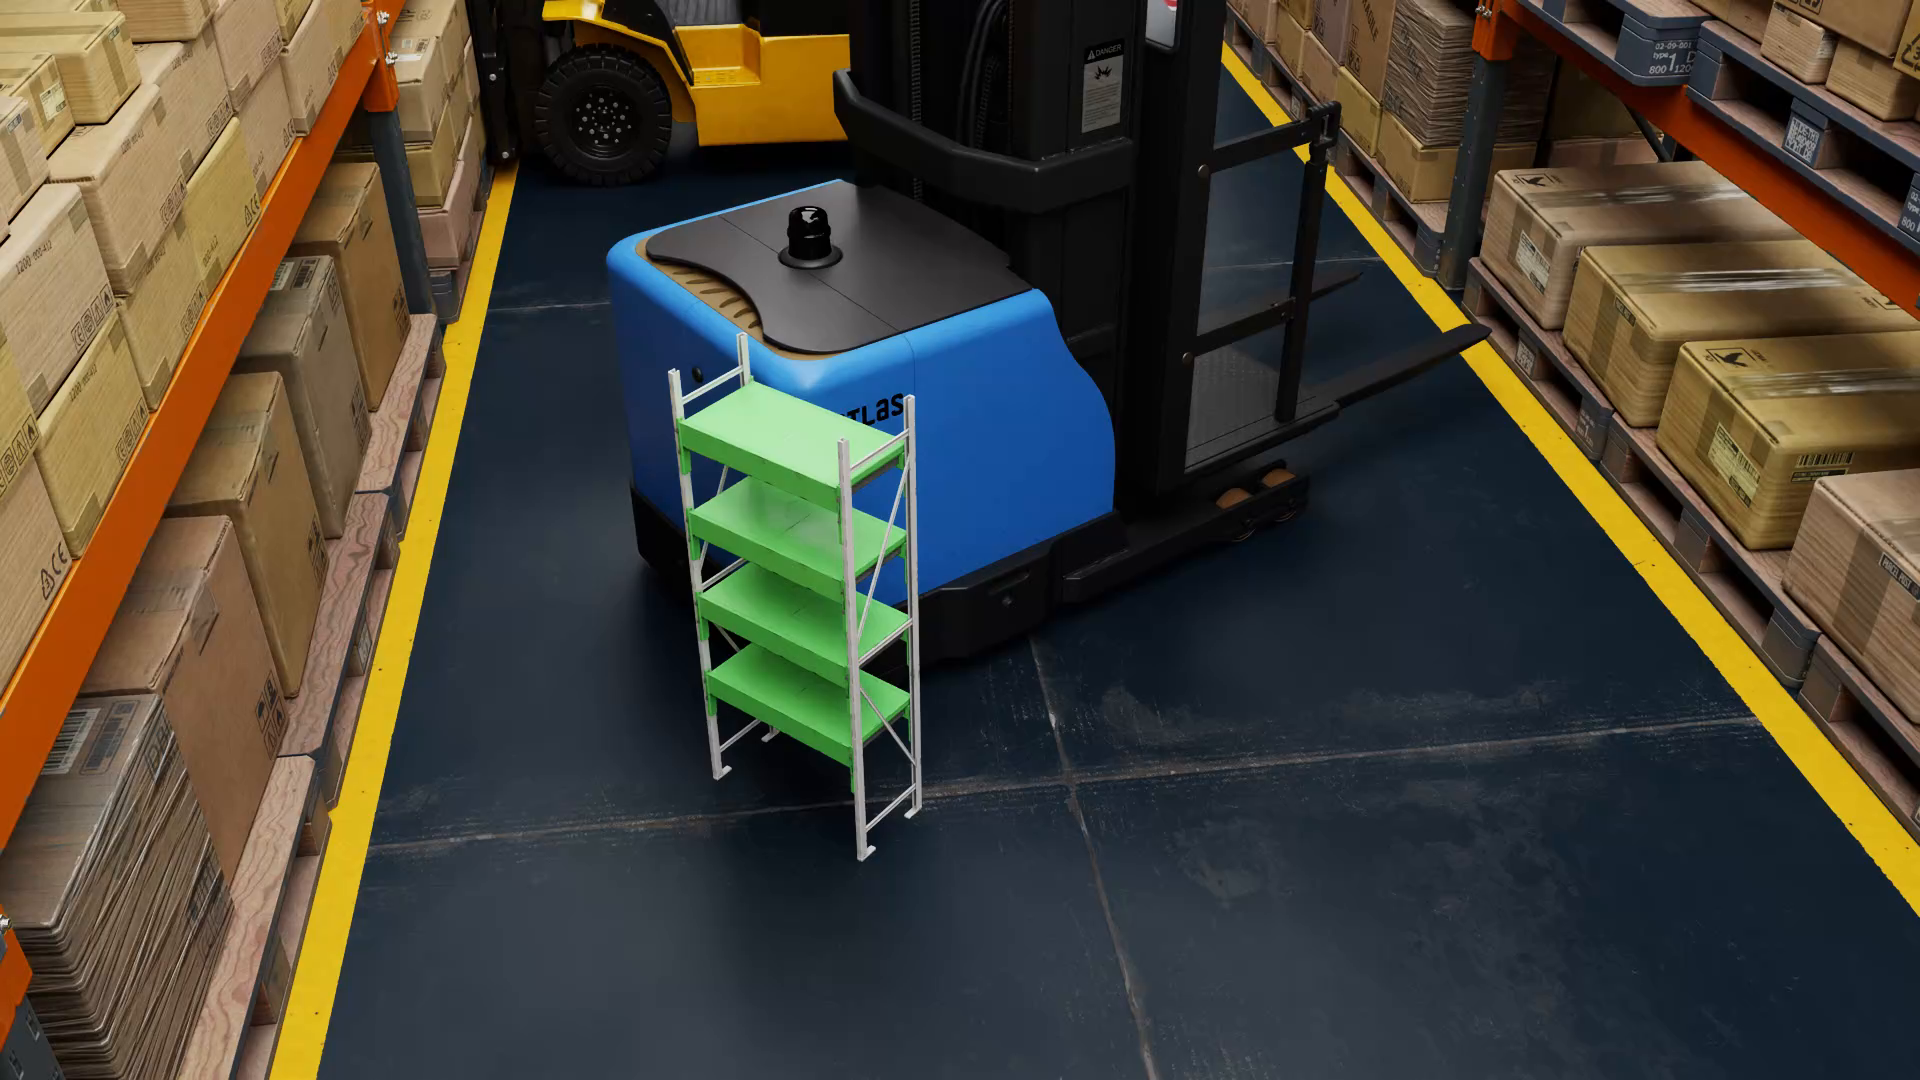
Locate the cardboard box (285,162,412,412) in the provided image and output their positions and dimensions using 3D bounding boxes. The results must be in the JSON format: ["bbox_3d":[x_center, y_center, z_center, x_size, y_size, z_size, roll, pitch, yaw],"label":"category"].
[{"bbox_3d":[-2.386,-0.833,5.545,0.875,0.625,0.625,-3,34,-4],"label":"cardboard box"}]

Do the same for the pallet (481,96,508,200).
[{"bbox_3d":[-2.700,-1.908,7.862,1.003,0.211,1.213,-4,35,-6],"label":"pallet"}]

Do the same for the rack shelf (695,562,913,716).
[{"bbox_3d":[-0.370,0.210,3.990,0.480,0.148,0.258,23,40,30],"label":"rack shelf"}]

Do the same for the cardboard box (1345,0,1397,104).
[{"bbox_3d":[2.035,-2.250,7.291,0.500,0.500,0.500,-4,34,-6],"label":"cardboard box"}]

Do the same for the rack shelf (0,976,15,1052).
[{"bbox_3d":[-1.661,1.714,0.710,1.077,0.370,4.000,-4,35,-6],"label":"rack shelf"}]

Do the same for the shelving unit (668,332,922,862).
[{"bbox_3d":[-0.370,0.157,3.954,0.503,1.200,0.258,23,40,30],"label":"shelving unit"}]

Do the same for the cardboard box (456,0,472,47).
[{"bbox_3d":[-2.359,-2.238,7.051,0.500,0.250,0.500,-3,34,-5],"label":"cardboard box"}]

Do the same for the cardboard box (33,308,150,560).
[{"bbox_3d":[-1.810,-0.184,2.990,0.500,0.250,0.500,-5,35,-7],"label":"cardboard box"}]

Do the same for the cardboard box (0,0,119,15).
[{"bbox_3d":[-1.995,-1.066,3.485,0.380,0.149,0.250,-4,35,-6],"label":"cardboard box"}]

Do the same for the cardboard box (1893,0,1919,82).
[{"bbox_3d":[2.502,-1.217,3.646,0.500,0.500,0.500,-7,35,-10],"label":"cardboard box"}]

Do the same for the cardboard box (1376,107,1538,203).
[{"bbox_3d":[2.105,-1.656,7.085,0.500,0.250,0.500,-3,34,-4],"label":"cardboard box"}]

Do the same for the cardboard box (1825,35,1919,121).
[{"bbox_3d":[2.424,-1.170,4.154,0.380,0.149,0.250,-5,35,-8],"label":"cardboard box"}]

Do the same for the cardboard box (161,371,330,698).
[{"bbox_3d":[-2.186,0.020,4.293,0.875,0.625,0.625,-6,35,-8],"label":"cardboard box"}]

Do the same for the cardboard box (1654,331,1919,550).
[{"bbox_3d":[2.719,-0.315,5.010,0.950,0.372,0.625,-3,34,-5],"label":"cardboard box"}]

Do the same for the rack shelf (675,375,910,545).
[{"bbox_3d":[-0.370,-0.187,3.720,0.480,0.148,0.258,23,40,30],"label":"rack shelf"}]

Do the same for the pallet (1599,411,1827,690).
[{"bbox_3d":[2.724,-0.040,5.121,1.003,0.211,1.213,-4,35,-6],"label":"pallet"}]

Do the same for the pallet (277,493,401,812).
[{"bbox_3d":[-2.162,0.312,4.605,1.003,0.211,1.213,-4,35,-6],"label":"pallet"}]

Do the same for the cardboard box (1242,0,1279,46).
[{"bbox_3d":[1.808,-2.822,8.796,0.500,0.250,0.500,-3,34,-5],"label":"cardboard box"}]

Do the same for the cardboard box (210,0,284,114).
[{"bbox_3d":[-2.009,-1.249,4.108,0.500,0.250,0.500,-4,34,-5],"label":"cardboard box"}]

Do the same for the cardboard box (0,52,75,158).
[{"bbox_3d":[-1.889,-0.782,3.069,0.380,0.149,0.250,-4,34,-6],"label":"cardboard box"}]

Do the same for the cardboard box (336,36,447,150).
[{"bbox_3d":[-2.222,-1.675,6.225,0.500,0.250,0.500,-5,35,-7],"label":"cardboard box"}]

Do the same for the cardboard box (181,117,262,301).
[{"bbox_3d":[-1.954,-0.761,3.836,0.500,0.250,0.500,-3,34,-5],"label":"cardboard box"}]

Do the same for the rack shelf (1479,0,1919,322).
[{"bbox_3d":[2.719,-0.896,4.540,1.077,0.370,4.000,-4,35,-6],"label":"rack shelf"}]

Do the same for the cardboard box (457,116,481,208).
[{"bbox_3d":[-2.288,-1.546,6.923,0.500,0.250,0.500,-5,35,-7],"label":"cardboard box"}]

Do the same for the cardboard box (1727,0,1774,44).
[{"bbox_3d":[2.375,-1.469,4.593,0.380,0.149,0.250,-4,34,-6],"label":"cardboard box"}]

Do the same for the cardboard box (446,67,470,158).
[{"bbox_3d":[-2.296,-1.749,6.778,0.500,0.250,0.500,-5,35,-7],"label":"cardboard box"}]

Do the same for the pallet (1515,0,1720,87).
[{"bbox_3d":[2.409,-1.792,5.387,1.003,0.211,1.213,-4,35,-6],"label":"pallet"}]

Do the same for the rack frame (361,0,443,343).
[{"bbox_3d":[-2.468,-1.931,5.420,1.000,3.000,0.127,-4,35,-6],"label":"rack frame"}]

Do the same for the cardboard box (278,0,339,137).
[{"bbox_3d":[-2.067,-1.328,4.668,0.500,0.250,0.500,-5,35,-7],"label":"cardboard box"}]

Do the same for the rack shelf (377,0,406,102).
[{"bbox_3d":[-2.737,-2.750,7.260,1.077,0.370,4.000,-4,35,-6],"label":"rack shelf"}]

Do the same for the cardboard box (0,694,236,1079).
[{"bbox_3d":[-2.000,0.760,3.207,0.875,0.625,0.625,-3,34,-5],"label":"cardboard box"}]

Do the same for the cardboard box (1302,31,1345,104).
[{"bbox_3d":[1.959,-2.236,7.937,0.500,0.250,0.500,-4,34,-6],"label":"cardboard box"}]

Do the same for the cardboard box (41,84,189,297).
[{"bbox_3d":[-1.866,-0.683,3.277,0.500,0.250,0.500,-5,35,-8],"label":"cardboard box"}]

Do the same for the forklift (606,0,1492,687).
[{"bbox_3d":[0.499,-1.421,4.733,3.031,2.935,1.130,-23,40,-30],"label":"forklift"}]

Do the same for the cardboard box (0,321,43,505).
[{"bbox_3d":[-1.722,-0.112,2.439,0.500,0.250,0.500,-4,35,-6],"label":"cardboard box"}]

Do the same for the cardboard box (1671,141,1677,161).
[{"bbox_3d":[3.655,-1.978,7.707,0.500,0.500,0.500,20,39,26],"label":"cardboard box"}]

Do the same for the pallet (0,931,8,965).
[{"bbox_3d":[-1.769,0.753,1.651,1.213,0.211,1.003,-4,35,-6],"label":"pallet"}]

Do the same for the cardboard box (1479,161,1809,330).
[{"bbox_3d":[2.524,-1.104,6.167,0.950,0.372,0.625,-4,34,-6],"label":"cardboard box"}]

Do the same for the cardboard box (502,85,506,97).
[{"bbox_3d":[-2.421,-2.116,7.760,0.500,0.250,0.500,-3,34,-5],"label":"cardboard box"}]

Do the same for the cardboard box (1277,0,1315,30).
[{"bbox_3d":[1.885,-2.832,8.145,0.500,0.500,0.500,-4,34,-5],"label":"cardboard box"}]

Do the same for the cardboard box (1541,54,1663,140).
[{"bbox_3d":[2.639,-2.006,6.933,0.500,0.500,0.500,-3,34,-4],"label":"cardboard box"}]

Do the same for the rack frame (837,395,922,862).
[{"bbox_3d":[-0.175,0.239,3.833,0.015,1.200,0.240,23,40,30],"label":"rack frame"}]

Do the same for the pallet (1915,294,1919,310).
[{"bbox_3d":[2.787,-0.387,3.325,1.213,0.211,1.003,-4,35,-6],"label":"pallet"}]

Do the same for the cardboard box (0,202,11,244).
[{"bbox_3d":[-1.778,-0.499,2.654,0.380,0.149,0.250,-3,34,-5],"label":"cardboard box"}]

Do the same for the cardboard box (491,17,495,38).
[{"bbox_3d":[-2.420,-2.312,7.605,0.500,0.250,0.500,-4,35,-7],"label":"cardboard box"}]

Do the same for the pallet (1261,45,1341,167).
[{"bbox_3d":[2.158,-2.211,8.307,1.003,0.211,1.213,-4,35,-6],"label":"pallet"}]
